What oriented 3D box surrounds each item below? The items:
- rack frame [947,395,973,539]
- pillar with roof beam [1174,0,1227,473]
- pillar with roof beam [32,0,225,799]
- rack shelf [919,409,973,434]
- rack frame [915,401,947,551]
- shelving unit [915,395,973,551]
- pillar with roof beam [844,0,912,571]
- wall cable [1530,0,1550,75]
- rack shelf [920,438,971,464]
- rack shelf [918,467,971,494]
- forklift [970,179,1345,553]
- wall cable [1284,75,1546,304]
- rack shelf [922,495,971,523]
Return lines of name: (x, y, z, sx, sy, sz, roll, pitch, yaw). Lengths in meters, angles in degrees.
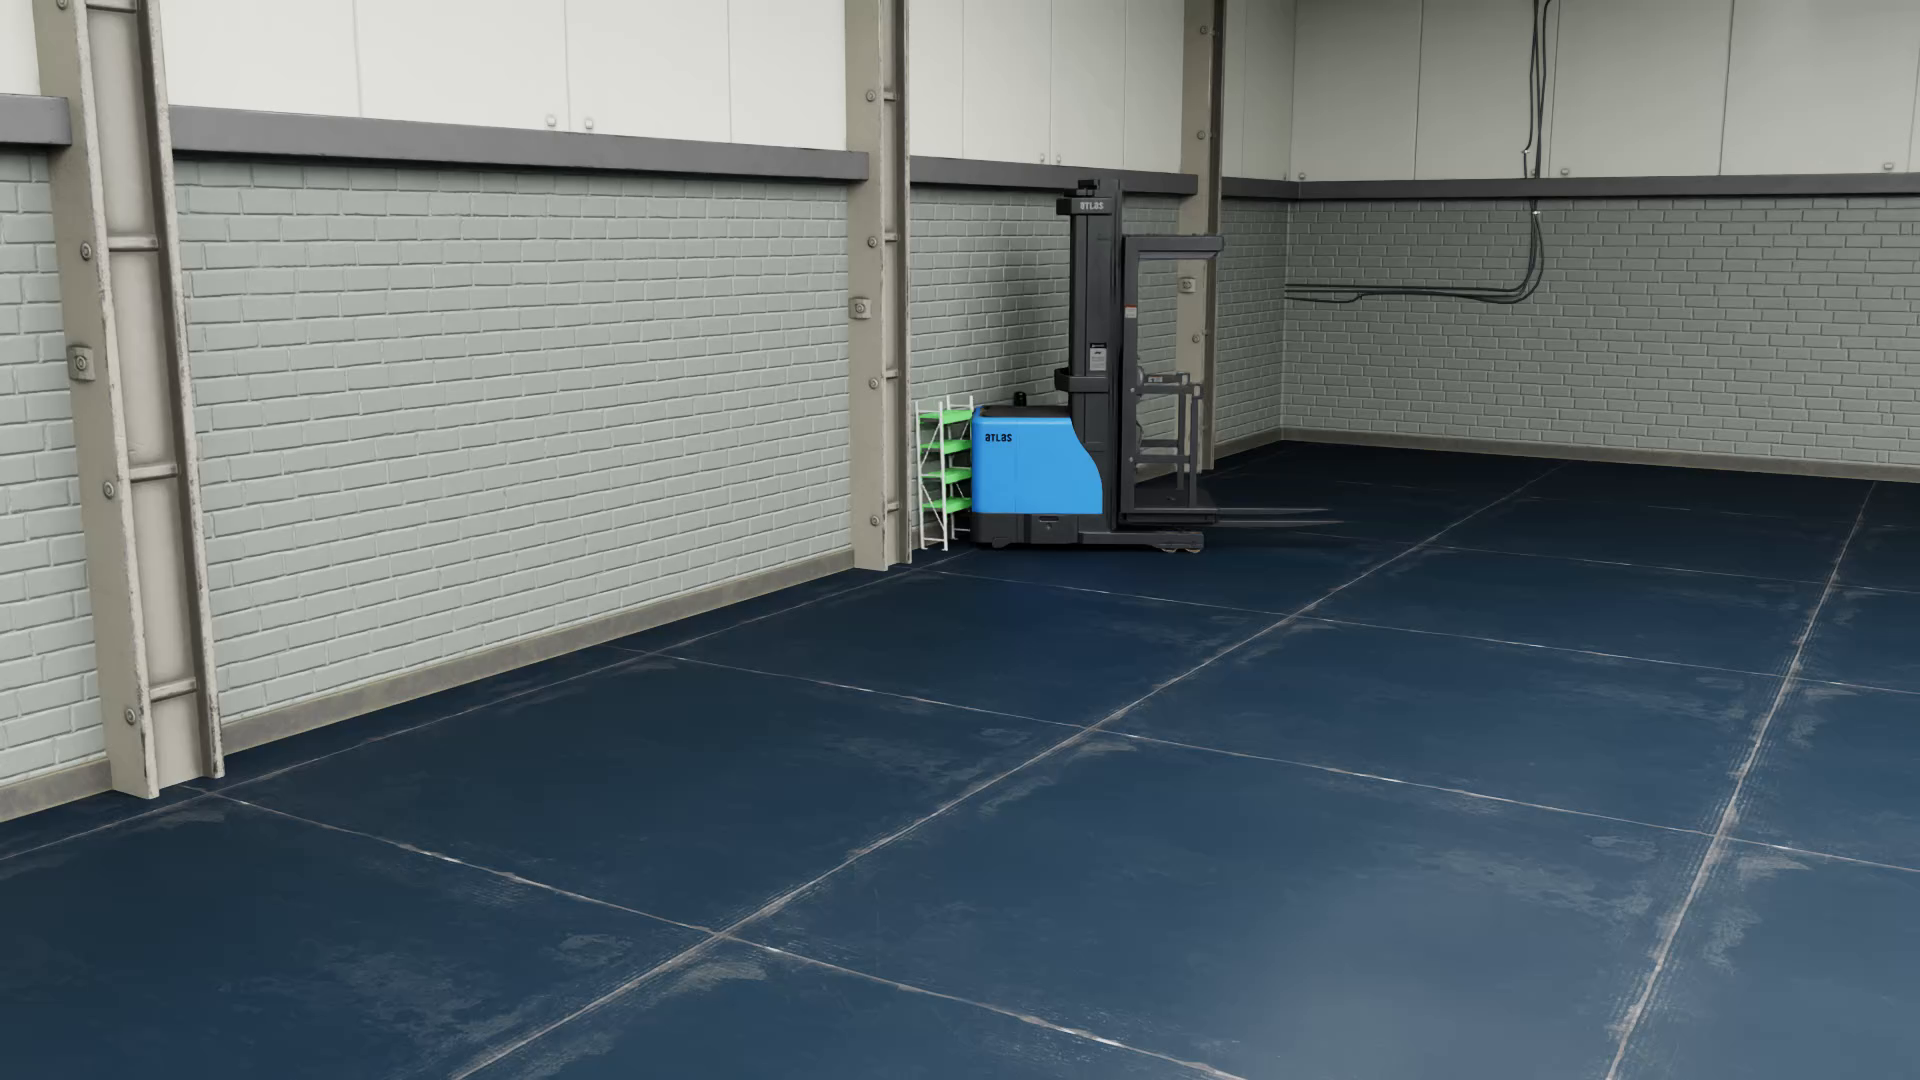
rack frame: (0.017, -0.594, 13.729, 0.240, 1.200, 0.015, 4, 11, 30)
pillar with roof beam: (6.189, -4.765, 14.865, 9.100, 9.000, 0.400, 6, 12, 31)
pillar with roof beam: (-0.041, -2.878, 4.784, 9.100, 9.000, 0.400, 6, 12, 31)
rack shelf: (-0.121, -0.963, 13.450, 0.258, 0.148, 0.480, 4, 11, 30)
rack frame: (-0.230, -0.513, 13.316, 0.240, 1.200, 0.015, 4, 11, 30)
shelving unit: (-0.106, -0.553, 13.522, 0.258, 1.200, 0.503, 4, 11, 30)
pillar with roof beam: (3.074, -3.821, 9.825, 9.100, 9.000, 0.400, 6, 12, 31)
wall cable: (7.482, -6.211, 17.303, 3.097, 2.526, 0.112, 6, 12, 31)
rack shelf: (-0.112, -0.727, 13.492, 0.258, 0.148, 0.480, 4, 11, 30)
rack shelf: (-0.104, -0.491, 13.533, 0.258, 0.148, 0.480, 4, 11, 30)
forklift: (1.607, -1.436, 13.576, 3.031, 2.935, 1.130, 0, 11, 2)
wall cable: (5.170, -3.987, 19.148, 3.097, 2.526, 0.112, 6, 12, 31)
rack shelf: (-0.095, -0.254, 13.574, 0.258, 0.148, 0.480, 4, 11, 30)
